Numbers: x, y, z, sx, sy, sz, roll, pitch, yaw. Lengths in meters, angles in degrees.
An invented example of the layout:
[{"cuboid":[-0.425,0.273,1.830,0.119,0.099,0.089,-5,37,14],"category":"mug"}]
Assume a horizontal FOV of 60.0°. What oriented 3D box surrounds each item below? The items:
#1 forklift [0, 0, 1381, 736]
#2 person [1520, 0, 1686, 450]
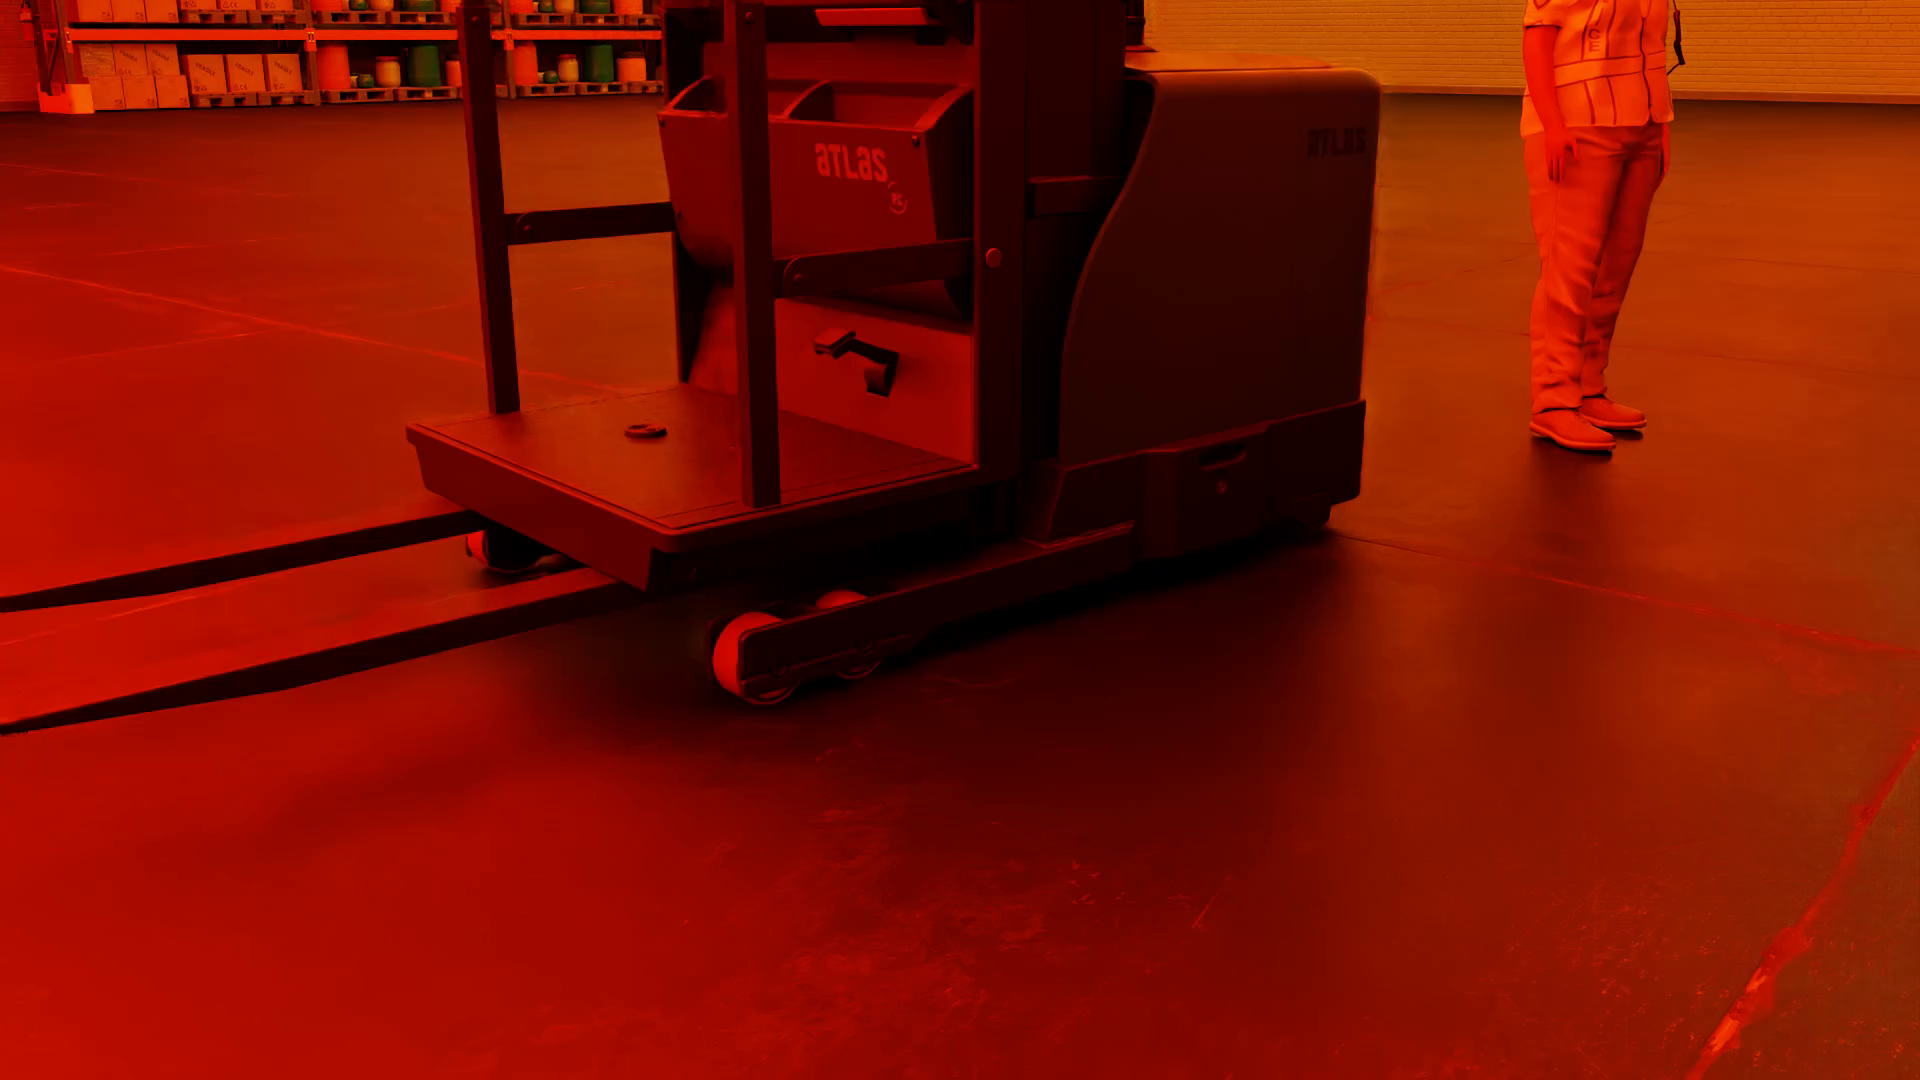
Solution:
[{"cuboid":[-0.468,-1.278,3.105,3.031,2.935,1.130,-14,22,-39],"category":"forklift"},{"cuboid":[1.904,-1.148,4.830,0.596,1.670,0.530,-11,20,-32],"category":"person"}]
